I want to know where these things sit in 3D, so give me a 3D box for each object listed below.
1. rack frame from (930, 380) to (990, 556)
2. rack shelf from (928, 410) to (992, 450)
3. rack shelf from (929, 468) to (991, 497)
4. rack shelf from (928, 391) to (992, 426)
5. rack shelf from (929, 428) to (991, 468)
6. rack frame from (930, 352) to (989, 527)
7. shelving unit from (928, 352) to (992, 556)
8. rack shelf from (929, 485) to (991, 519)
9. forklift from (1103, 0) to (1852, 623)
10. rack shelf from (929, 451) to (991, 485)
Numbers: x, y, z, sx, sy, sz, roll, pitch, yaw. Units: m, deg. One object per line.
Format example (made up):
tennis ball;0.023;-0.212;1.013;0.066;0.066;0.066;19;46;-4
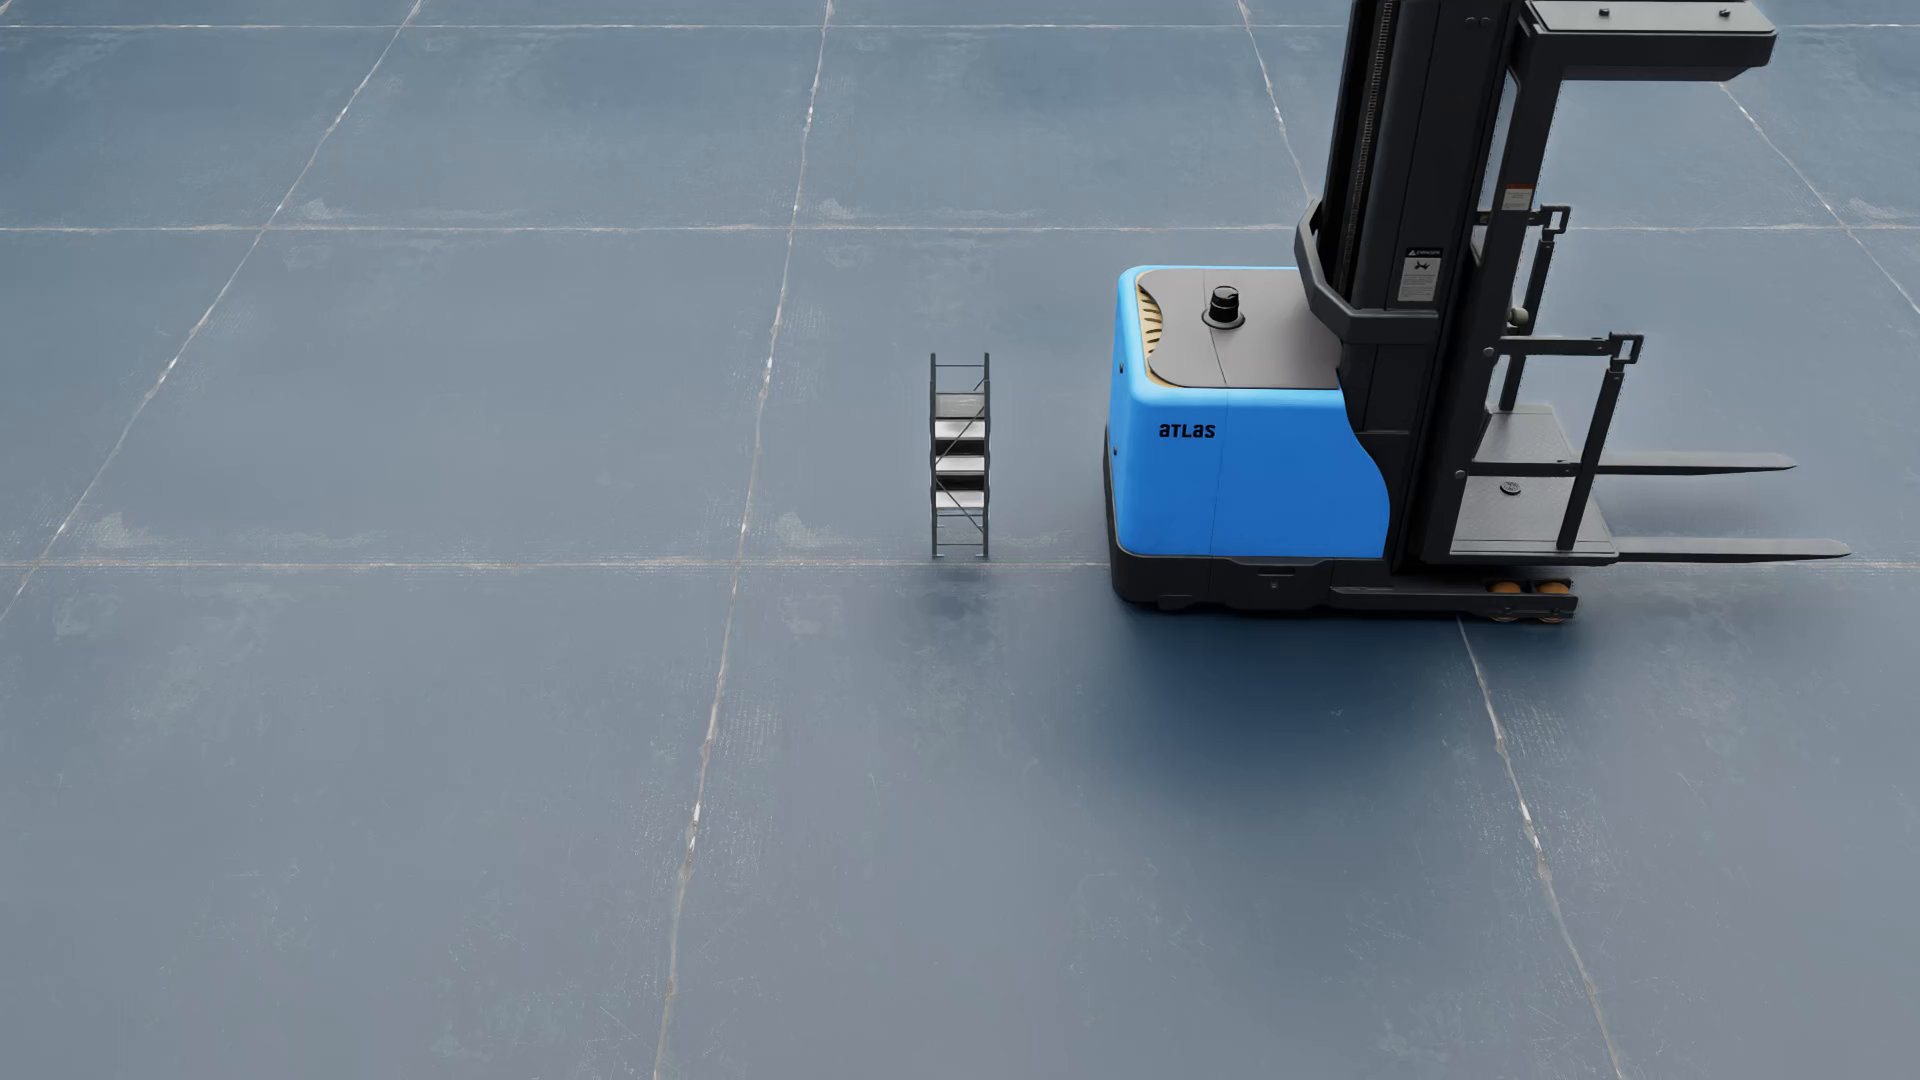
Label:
rack frame;0.000;-0.282;6.883;0.240;0.900;0.006;0;39;0
rack shelf;0.000;-0.461;6.871;0.258;0.077;0.200;0;39;0
rack shelf;0.000;-0.250;7.039;0.258;0.077;0.200;0;39;0
rack shelf;0.000;-0.531;6.814;0.258;0.077;0.200;0;39;0
rack shelf;0.000;-0.390;6.927;0.258;0.077;0.200;0;39;0
rack frame;0.000;-0.410;7.042;0.240;0.900;0.006;0;39;0
shelving unit;0.000;-0.346;6.962;0.258;0.900;0.210;0;39;0
rack shelf;0.000;-0.180;7.096;0.258;0.077;0.200;0;39;0
forklift;2.156;-1.143;6.332;3.031;2.935;1.130;1;39;1
rack shelf;0.000;-0.320;6.983;0.258;0.077;0.200;0;39;0
